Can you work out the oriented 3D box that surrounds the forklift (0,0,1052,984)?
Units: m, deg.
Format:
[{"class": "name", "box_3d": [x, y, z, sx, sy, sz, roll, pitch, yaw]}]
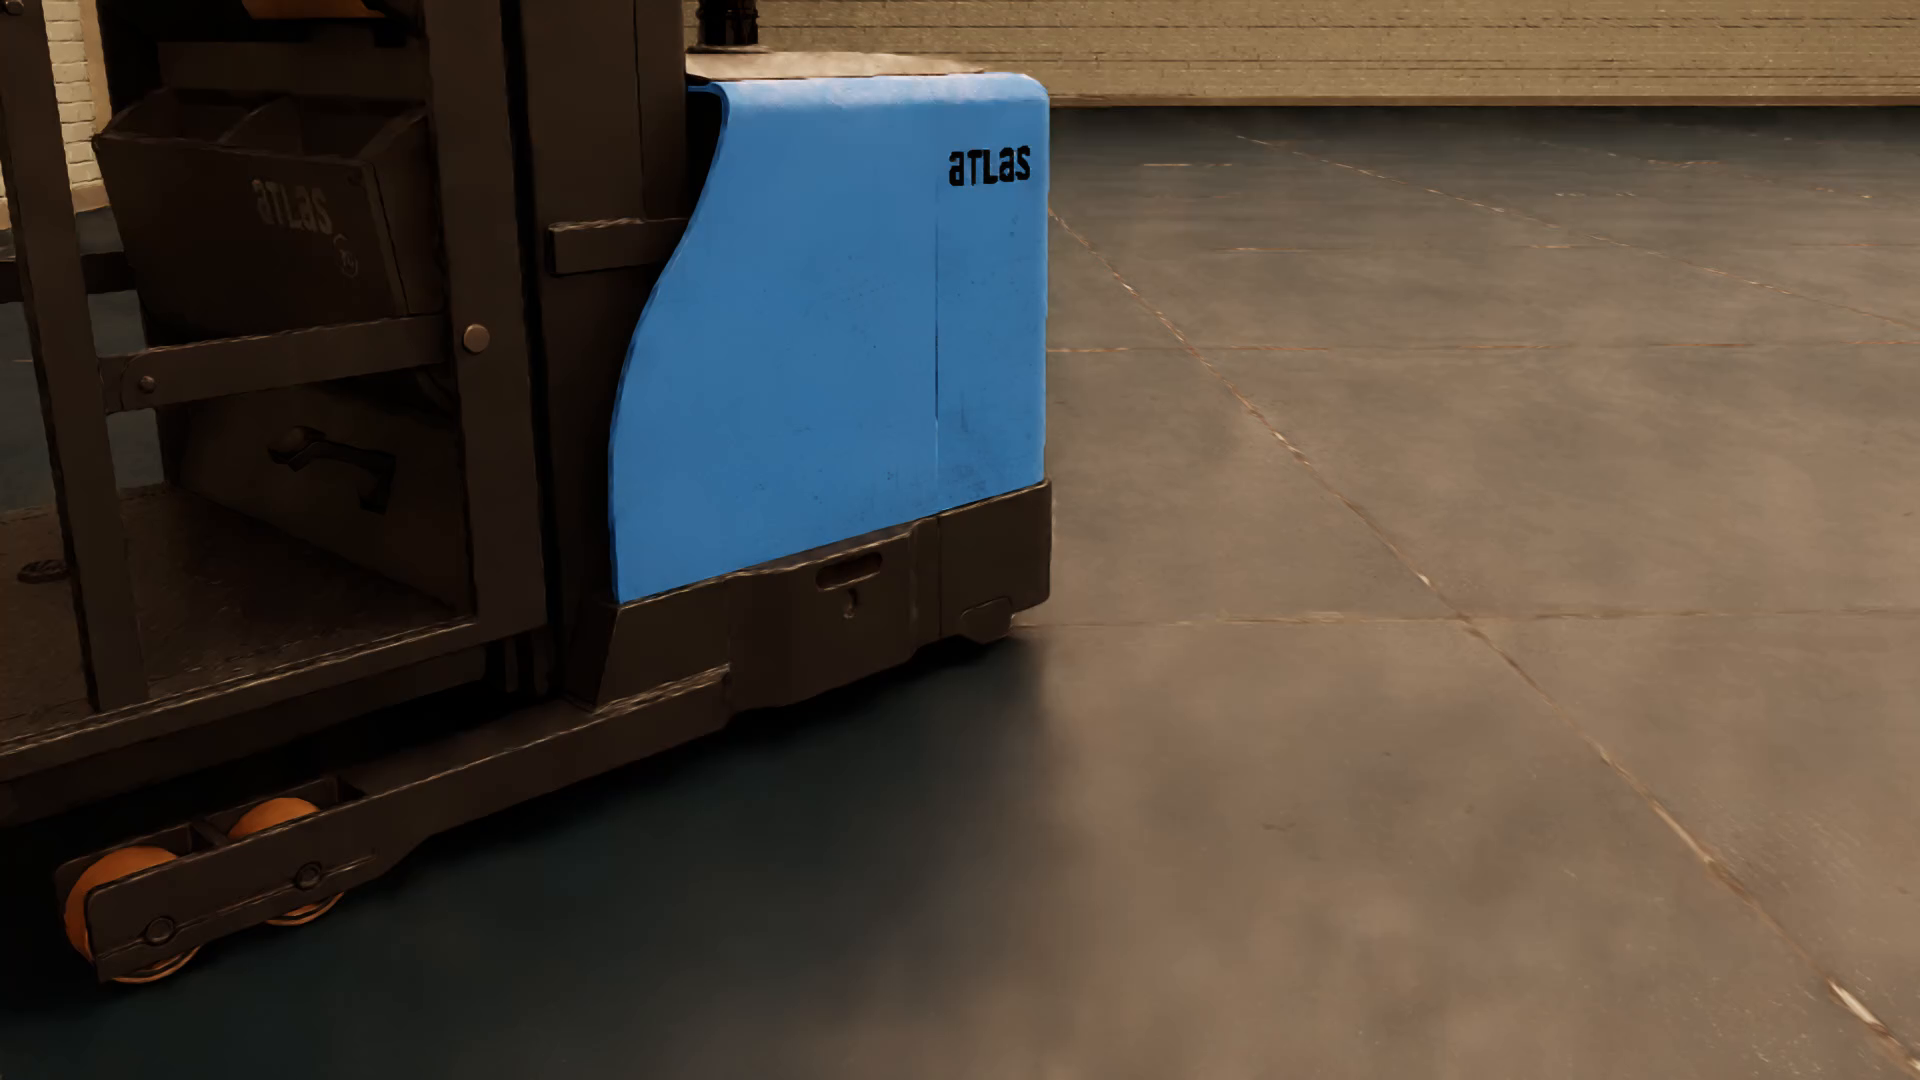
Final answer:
[{"class": "forklift", "box_3d": [-1.202, -1.013, 2.219, 1.130, 2.935, 3.031, 16, 23, 41]}]
